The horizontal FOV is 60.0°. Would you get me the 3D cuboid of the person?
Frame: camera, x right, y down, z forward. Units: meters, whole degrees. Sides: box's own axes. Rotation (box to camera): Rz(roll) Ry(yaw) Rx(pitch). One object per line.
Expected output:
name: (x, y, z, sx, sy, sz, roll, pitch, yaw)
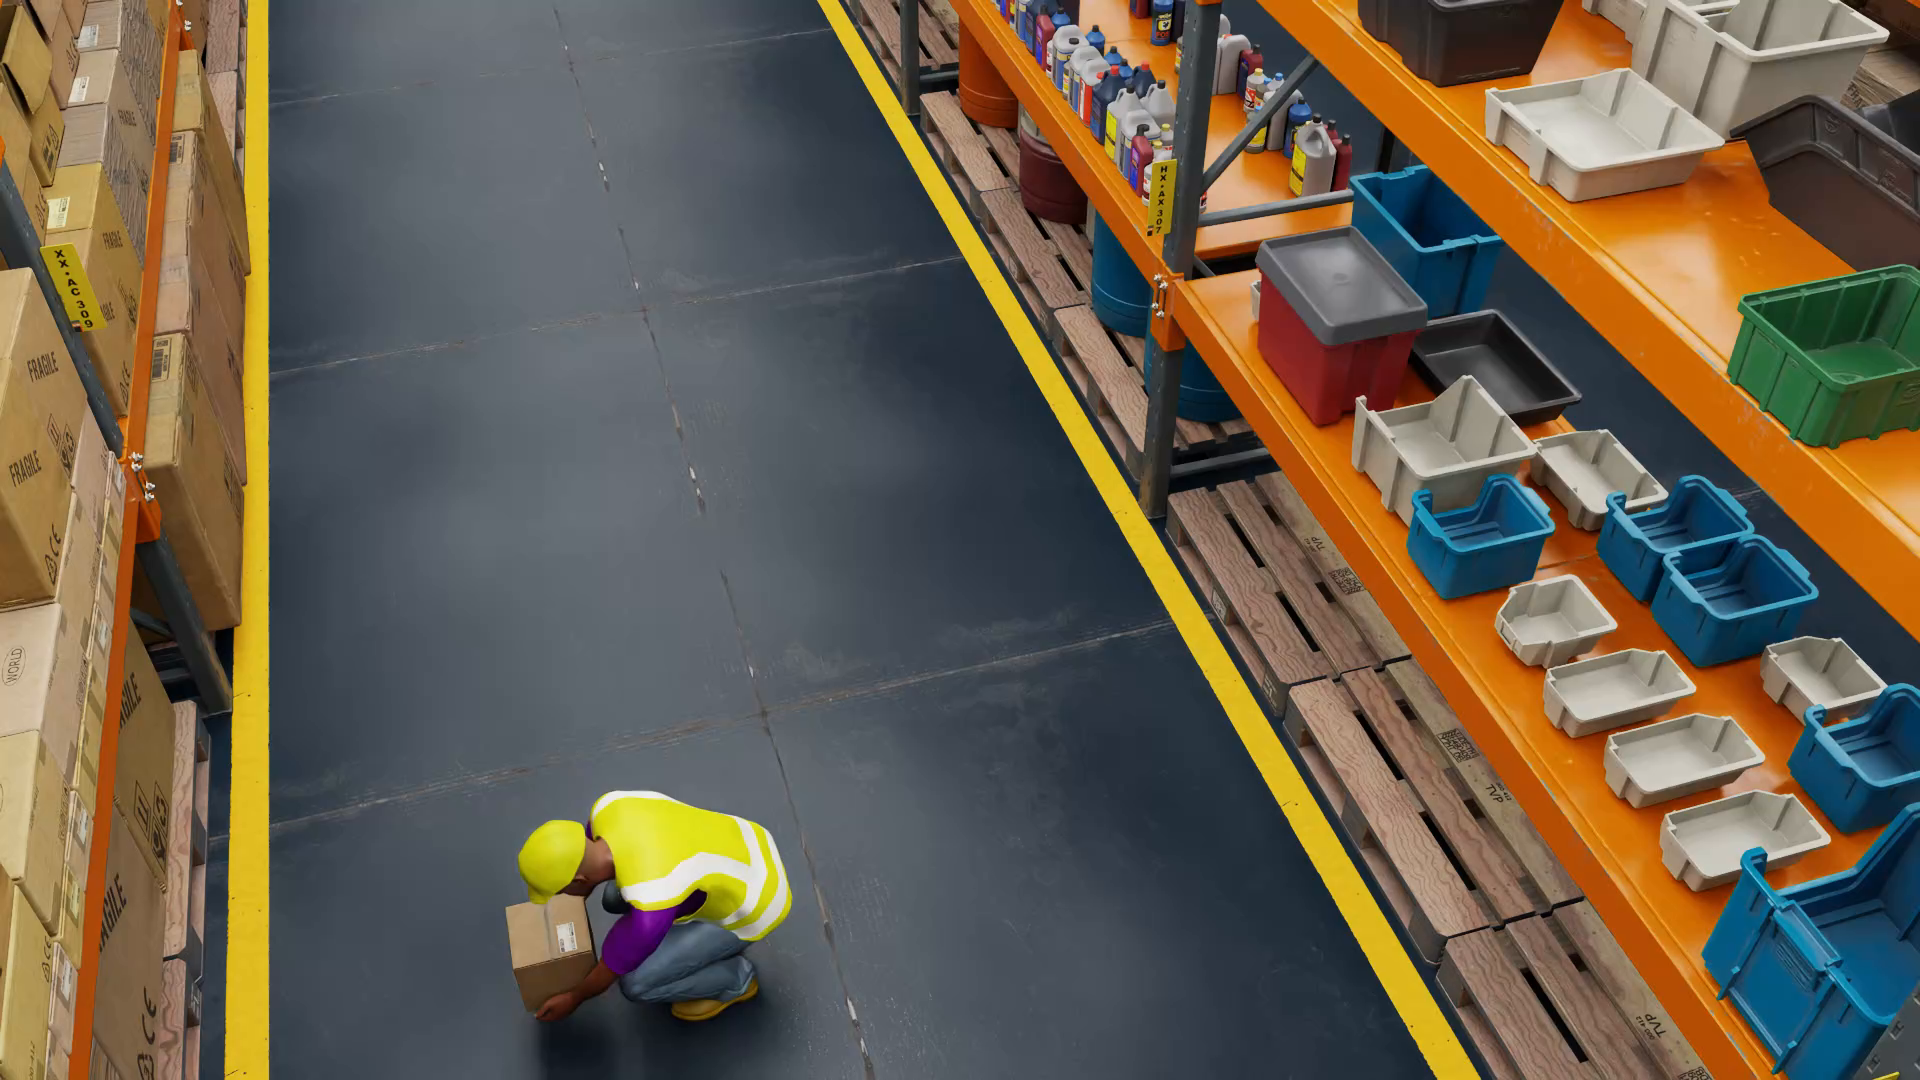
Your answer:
person: (-1.005, 1.153, 5.413, 0.893, 0.952, 0.562, -12, 43, -13)
